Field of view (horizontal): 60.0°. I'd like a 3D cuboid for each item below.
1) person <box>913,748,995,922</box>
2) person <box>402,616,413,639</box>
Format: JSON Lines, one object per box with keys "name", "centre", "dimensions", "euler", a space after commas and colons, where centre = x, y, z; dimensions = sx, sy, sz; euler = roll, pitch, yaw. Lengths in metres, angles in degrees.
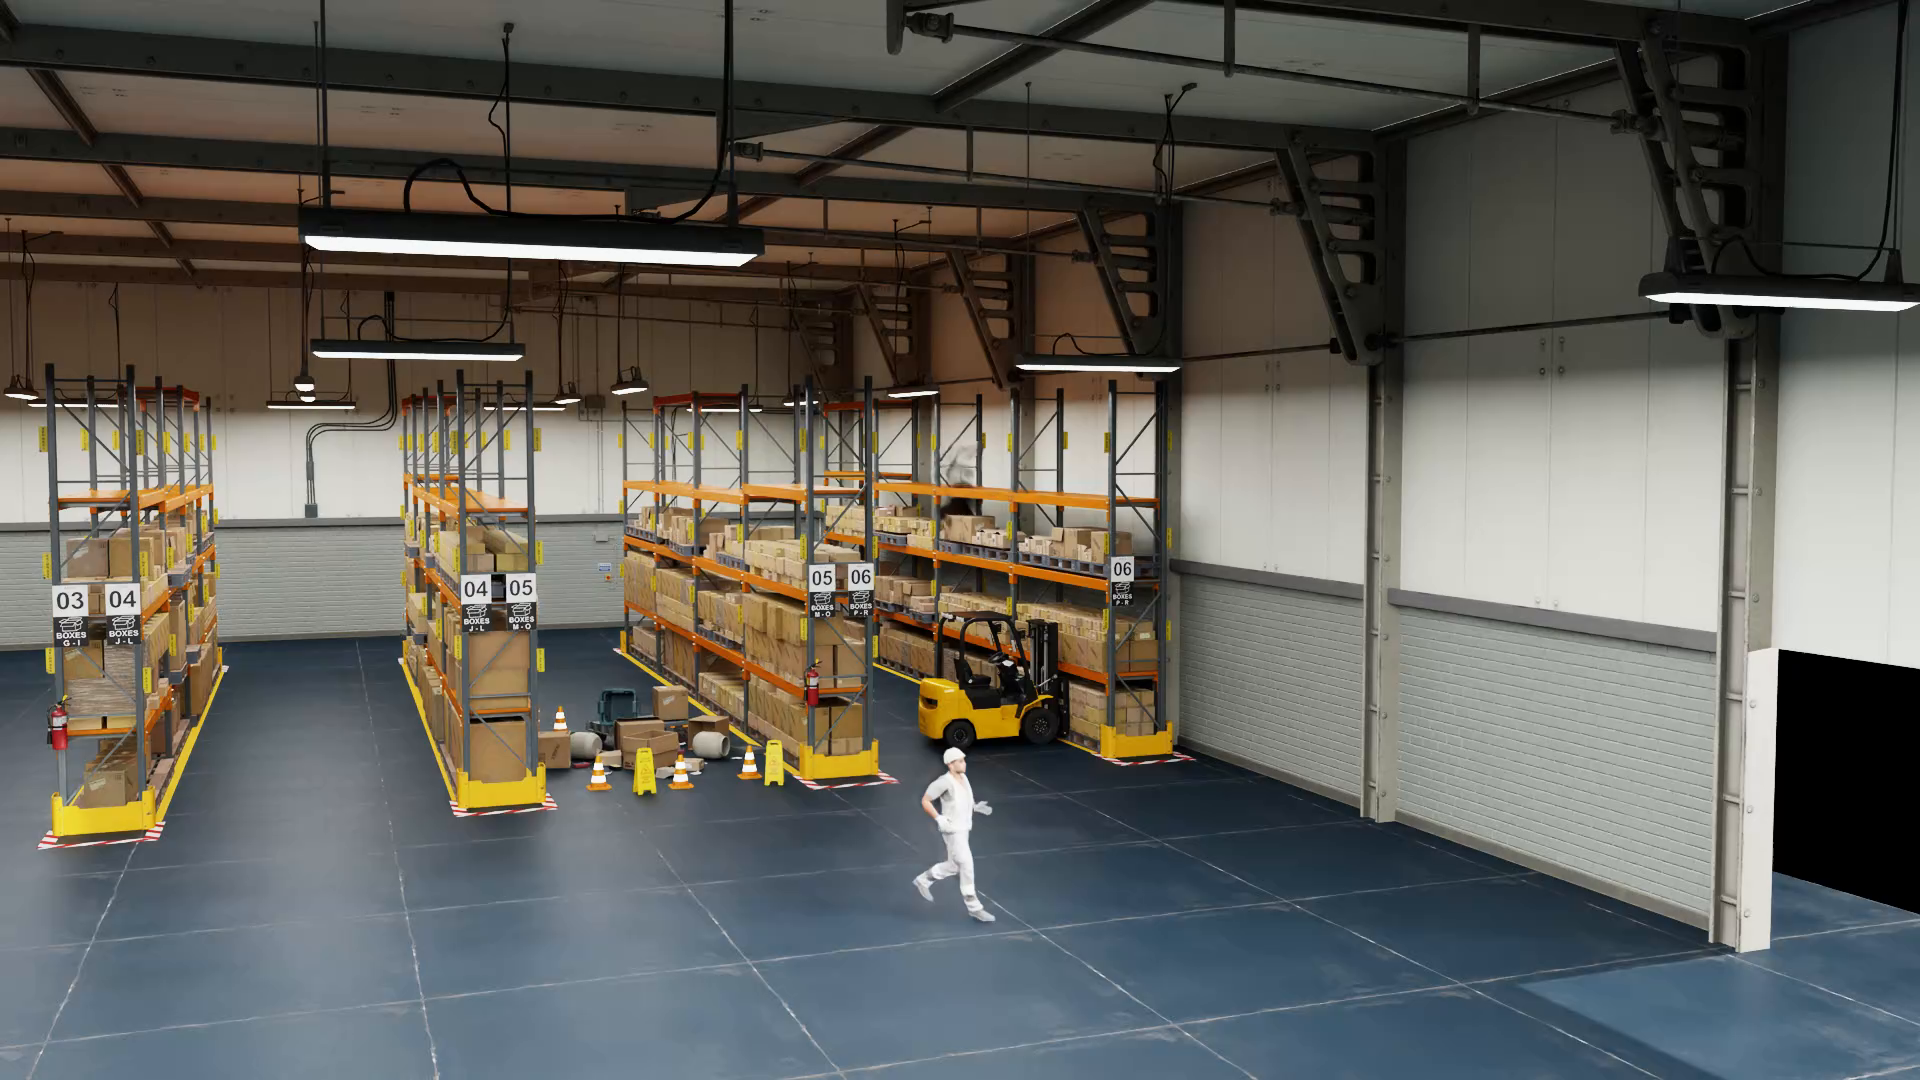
{"name": "person", "centre": [-0.072, 3.079, 17.533], "dimensions": [0.983, 1.792, 0.656], "euler": [1, 4, 24]}
{"name": "person", "centre": [-12.805, 1.905, 38.987], "dimensions": [0.517, 1.642, 0.618], "euler": [-2, 4, -32]}
